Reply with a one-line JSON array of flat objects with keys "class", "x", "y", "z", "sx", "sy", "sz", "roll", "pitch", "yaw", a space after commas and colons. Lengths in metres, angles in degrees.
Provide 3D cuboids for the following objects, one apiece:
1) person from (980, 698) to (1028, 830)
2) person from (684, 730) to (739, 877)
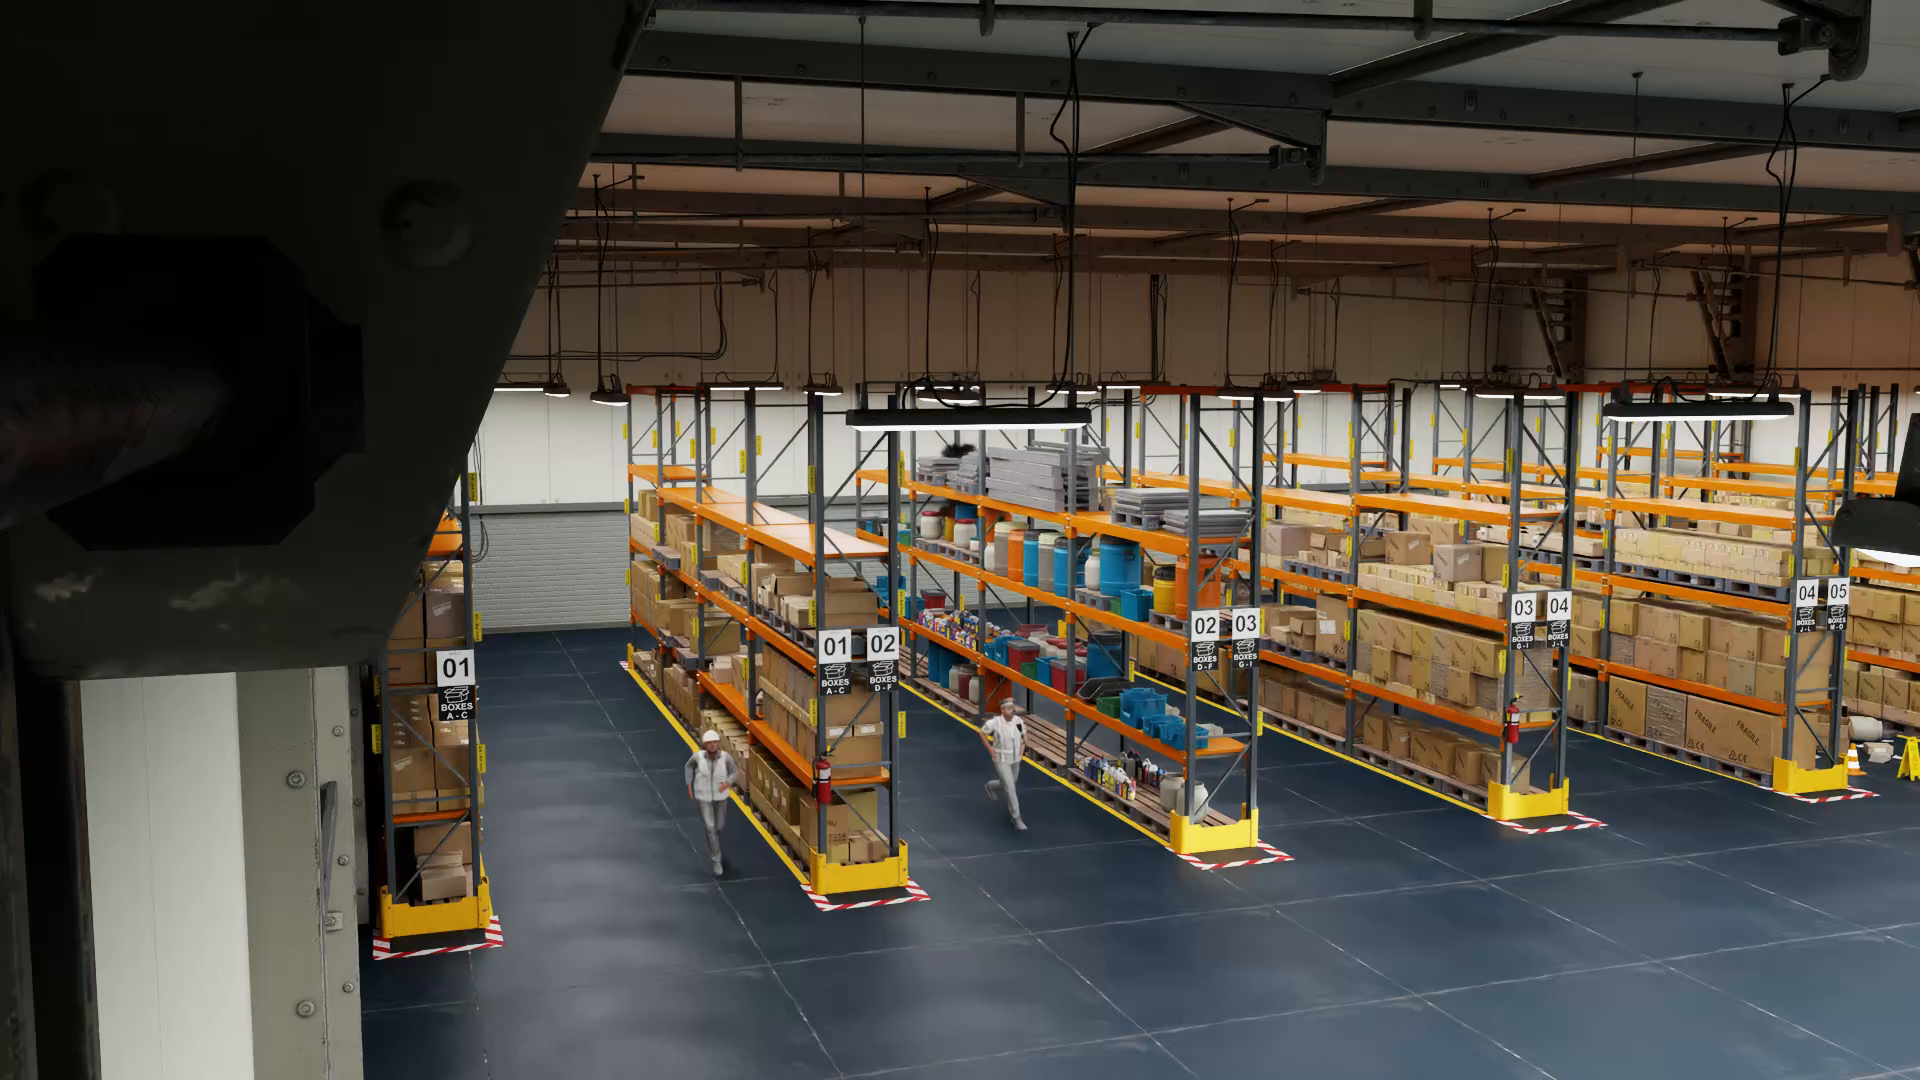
[{"class": "person", "x": 0.650, "y": 3.074, "z": 23.268, "sx": 0.631, "sy": 1.806, "sz": 1.134, "roll": -4, "pitch": 7, "yaw": -35}, {"class": "person", "x": -3.148, "y": 3.271, "z": 21.150, "sx": 0.678, "sy": 1.774, "sz": 1.010, "roll": -1, "pitch": 6, "yaw": -14}]
